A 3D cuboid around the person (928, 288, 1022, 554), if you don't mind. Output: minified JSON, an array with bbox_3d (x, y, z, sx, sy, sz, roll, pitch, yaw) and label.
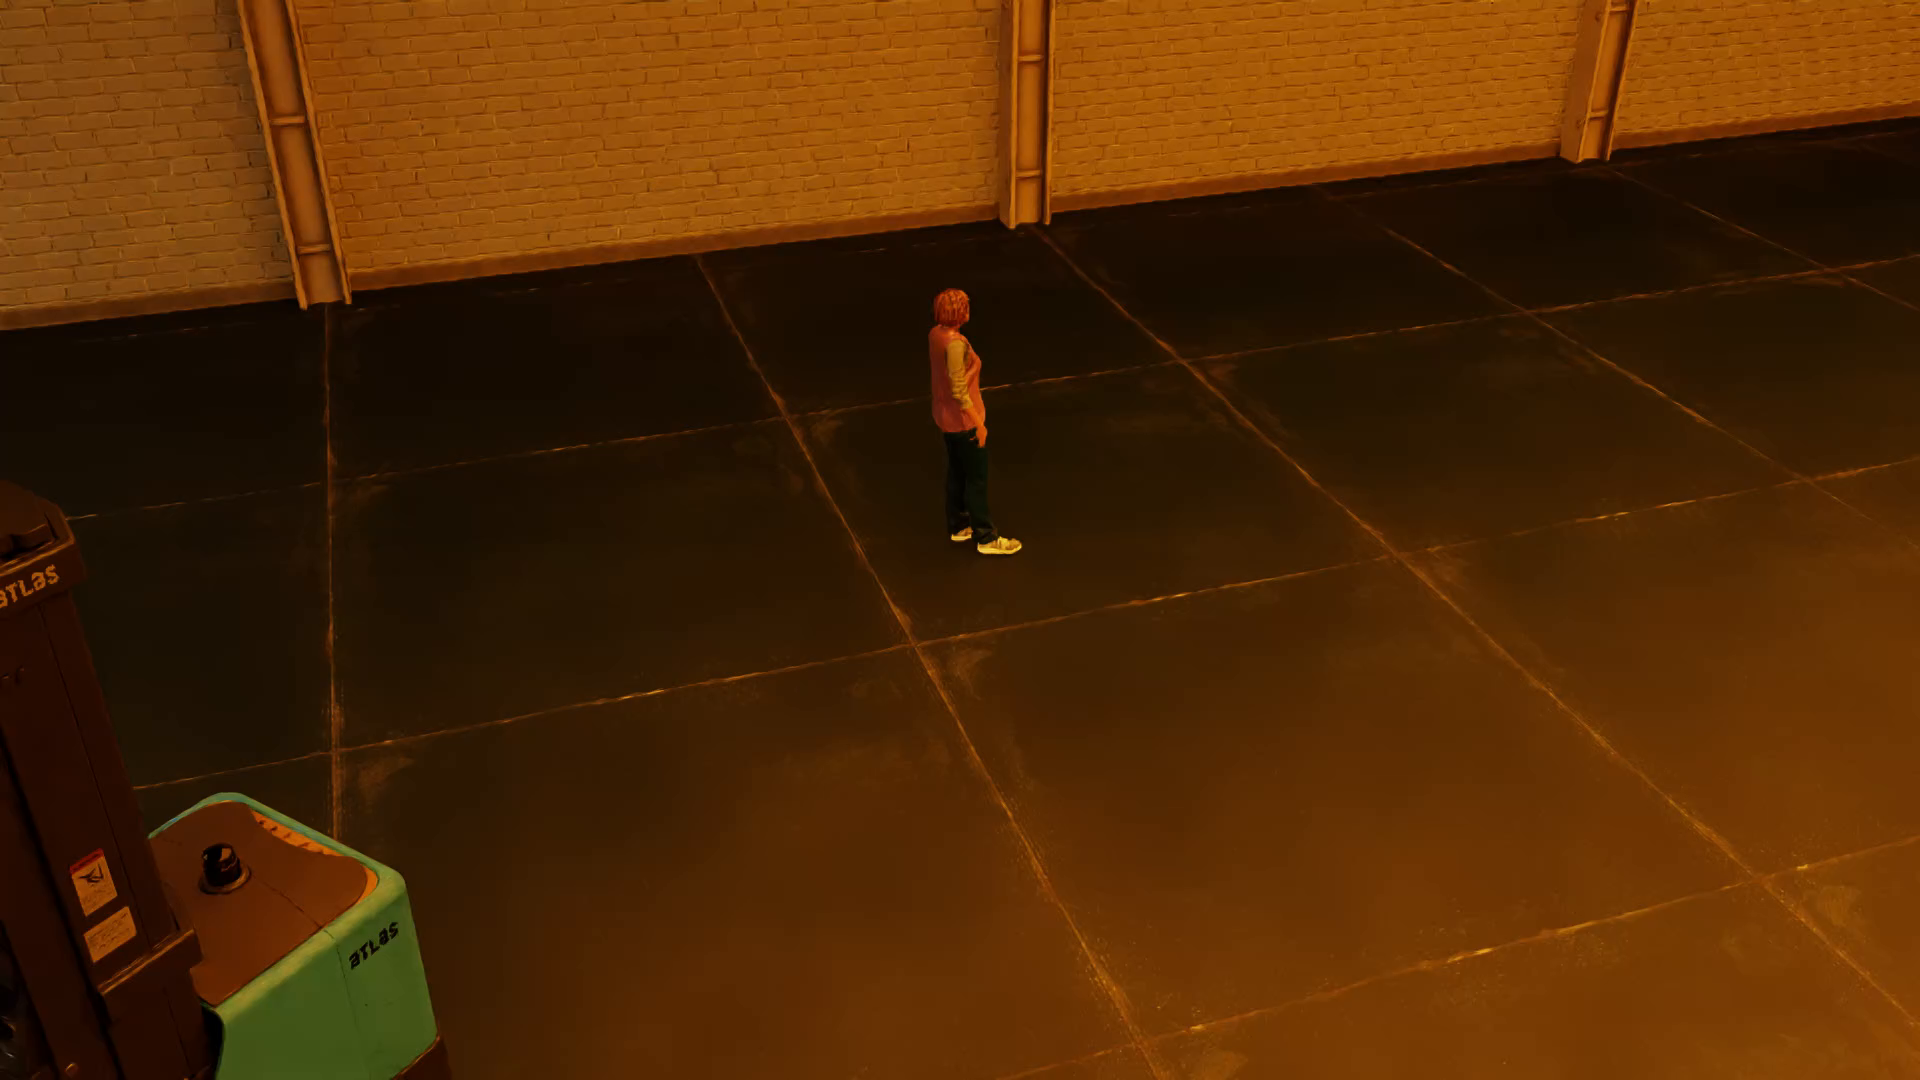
[{"bbox_3d":[0.075,-0.703,9.633,0.474,1.597,0.520,-10,31,-16],"label":"person"}]

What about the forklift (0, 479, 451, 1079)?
[{"bbox_3d":[-3.132,1.337,4.763,1.130,2.935,3.031,17,34,27],"label":"forklift"}]
